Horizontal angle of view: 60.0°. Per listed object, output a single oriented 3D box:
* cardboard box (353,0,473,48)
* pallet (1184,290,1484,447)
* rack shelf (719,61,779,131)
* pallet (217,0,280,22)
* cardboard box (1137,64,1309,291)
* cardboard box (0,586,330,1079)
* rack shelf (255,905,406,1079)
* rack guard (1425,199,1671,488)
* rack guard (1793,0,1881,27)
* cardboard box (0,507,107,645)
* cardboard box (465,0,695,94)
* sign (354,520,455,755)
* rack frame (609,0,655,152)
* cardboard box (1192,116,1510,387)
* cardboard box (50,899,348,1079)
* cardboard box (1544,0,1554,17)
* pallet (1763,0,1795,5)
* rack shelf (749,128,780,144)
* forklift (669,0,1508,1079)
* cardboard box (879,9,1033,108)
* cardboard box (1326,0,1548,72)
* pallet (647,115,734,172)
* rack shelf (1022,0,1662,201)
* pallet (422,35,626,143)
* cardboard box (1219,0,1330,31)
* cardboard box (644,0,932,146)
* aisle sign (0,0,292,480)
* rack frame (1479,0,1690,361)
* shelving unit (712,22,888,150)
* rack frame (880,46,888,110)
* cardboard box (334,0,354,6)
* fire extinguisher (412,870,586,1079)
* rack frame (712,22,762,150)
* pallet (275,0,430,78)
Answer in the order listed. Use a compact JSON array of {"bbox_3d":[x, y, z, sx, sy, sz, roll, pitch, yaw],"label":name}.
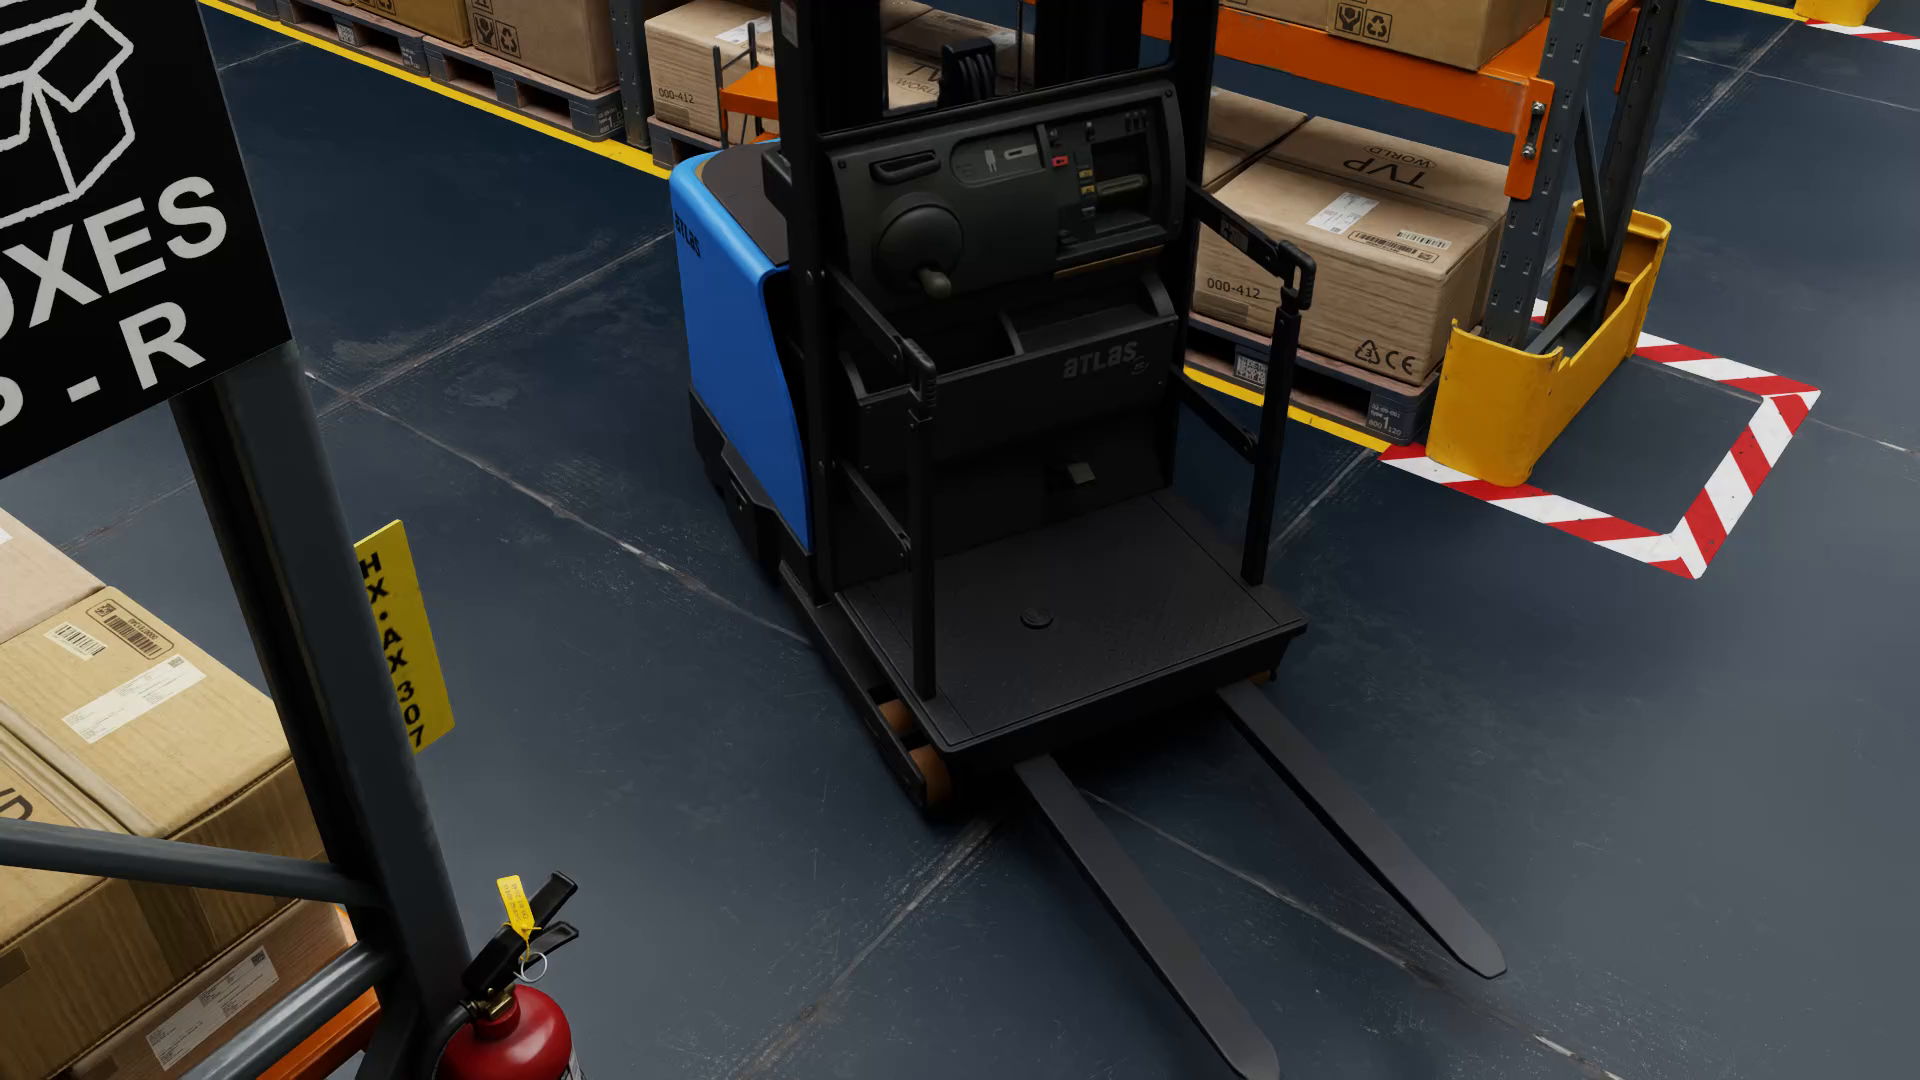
[{"bbox_3d":[-2.421,-3.051,8.097,0.875,0.875,0.875,27,45,30],"label":"cardboard box"},{"bbox_3d":[1.337,-0.860,6.177,1.213,0.211,1.003,25,45,29],"label":"pallet"},{"bbox_3d":[-0.513,-1.414,5.445,0.480,0.148,0.258,16,41,19],"label":"rack shelf"},{"bbox_3d":[-3.754,-3.263,9.246,1.213,0.211,1.003,25,45,29],"label":"pallet"},{"bbox_3d":[0.703,-1.390,6.330,0.875,0.438,0.875,27,45,30],"label":"cardboard box"},{"bbox_3d":[-1.190,0.375,2.218,0.500,0.250,0.500,25,45,29],"label":"cardboard box"},{"bbox_3d":[-2.581,0.269,3.056,4.000,0.370,1.077,25,45,29],"label":"rack shelf"},{"bbox_3d":[2.039,-0.703,5.743,0.348,0.500,1.175,25,45,29],"label":"rack guard"},{"bbox_3d":[4.886,-3.203,8.935,0.348,0.500,1.175,25,45,29],"label":"rack guard"},{"bbox_3d":[-1.590,0.187,2.459,0.500,0.250,0.500,26,45,29],"label":"cardboard box"},{"bbox_3d":[-1.699,-2.717,7.669,0.875,0.875,0.875,27,45,30],"label":"cardboard box"},{"bbox_3d":[-0.663,0.129,1.950,0.005,0.325,0.100,25,45,29],"label":"sign"},{"bbox_3d":[-1.157,-3.195,6.897,0.127,3.000,1.000,25,45,29],"label":"rack frame"},{"bbox_3d":[1.435,-1.051,5.897,0.875,0.438,0.875,24,44,27],"label":"cardboard box"},{"bbox_3d":[-1.087,0.577,2.284,0.250,0.149,0.380,25,44,28],"label":"cardboard box"},{"bbox_3d":[1.813,-2.056,5.362,0.500,0.500,0.500,25,44,28],"label":"cardboard box"},{"bbox_3d":[4.263,-3.410,9.435,1.213,0.211,1.003,25,45,29],"label":"pallet"},{"bbox_3d":[-0.513,-1.228,5.591,0.480,0.148,0.258,16,41,19],"label":"rack shelf"},{"bbox_3d":[0.232,-0.768,3.854,1.130,2.935,3.031,-17,41,-21],"label":"forklift"},{"bbox_3d":[-0.013,-1.729,6.762,0.875,0.438,0.875,24,44,27],"label":"cardboard box"},{"bbox_3d":[1.476,-1.787,5.018,0.500,0.500,0.500,26,45,29],"label":"cardboard box"},{"bbox_3d":[-0.601,-1.774,7.344,1.213,0.211,1.003,25,45,29],"label":"pallet"},{"bbox_3d":[0.431,-2.162,6.162,4.000,0.370,1.077,25,45,29],"label":"rack shelf"},{"bbox_3d":[-1.816,-2.349,8.079,1.213,0.211,1.003,25,45,29],"label":"pallet"},{"bbox_3d":[1.086,-1.982,5.268,0.500,0.500,0.500,24,44,28],"label":"cardboard box"},{"bbox_3d":[-0.724,-2.064,7.190,0.875,0.438,0.875,25,44,28],"label":"cardboard box"},{"bbox_3d":[-0.760,-0.407,1.227,0.004,0.787,0.394,25,45,29],"label":"aisle sign"},{"bbox_3d":[2.020,-1.697,4.984,0.127,3.000,1.000,25,45,29],"label":"rack frame"},{"bbox_3d":[-0.513,-1.105,5.687,0.503,1.200,0.258,16,41,19],"label":"shelving unit"},{"bbox_3d":[-0.292,-1.042,5.607,0.015,1.200,0.240,16,41,19],"label":"rack frame"},{"bbox_3d":[-3.131,-3.386,8.525,0.875,0.875,0.875,26,45,29],"label":"cardboard box"},{"bbox_3d":[-0.595,0.741,2.235,0.183,0.674,0.296,25,45,29],"label":"fire extinguisher"},{"bbox_3d":[-0.735,-1.167,5.768,0.015,1.200,0.240,16,41,19],"label":"rack frame"},{"bbox_3d":[-2.789,-2.806,8.662,1.213,0.211,1.003,25,45,29],"label":"pallet"}]
